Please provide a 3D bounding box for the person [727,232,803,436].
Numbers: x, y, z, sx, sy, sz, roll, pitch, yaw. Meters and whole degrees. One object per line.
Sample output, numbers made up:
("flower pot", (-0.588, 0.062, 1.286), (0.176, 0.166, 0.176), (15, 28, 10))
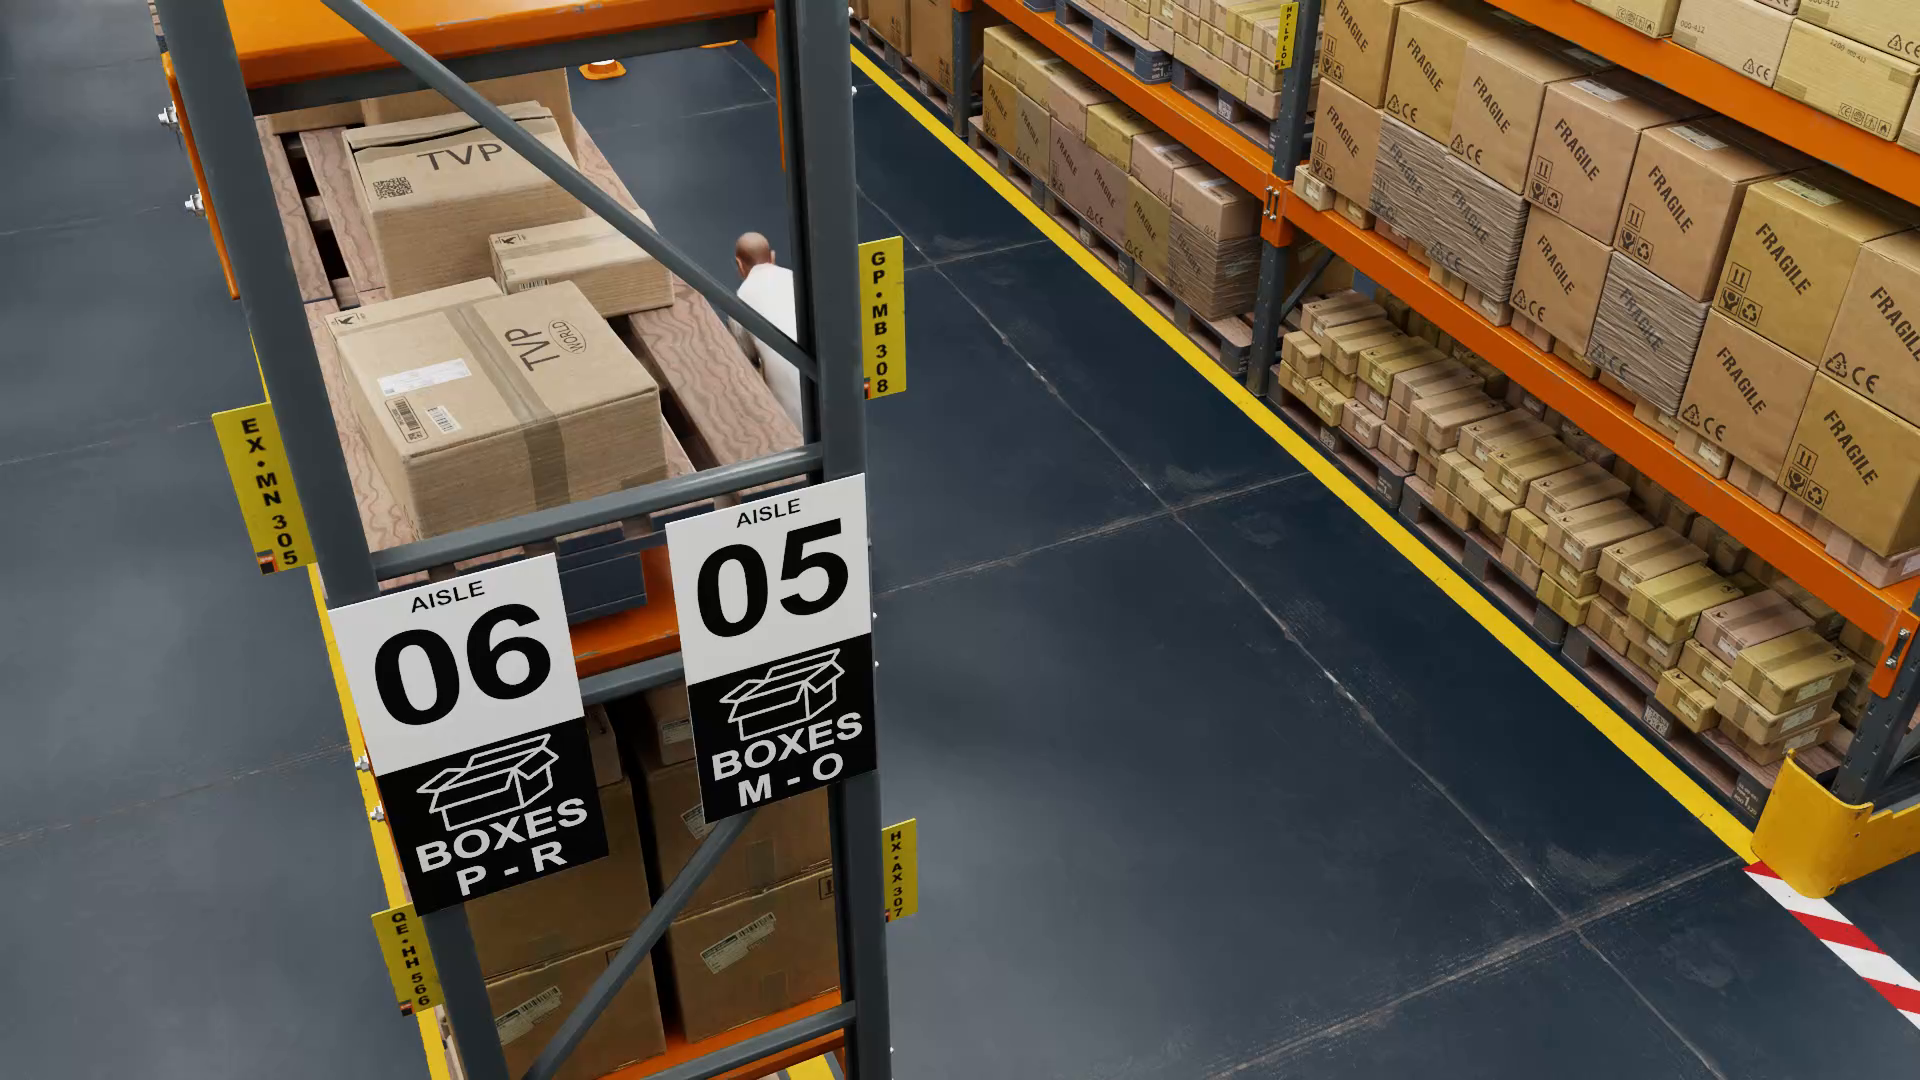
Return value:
("person", (-0.832, -0.711, 8.111), (0.552, 1.435, 0.859), (-17, 40, -21))
